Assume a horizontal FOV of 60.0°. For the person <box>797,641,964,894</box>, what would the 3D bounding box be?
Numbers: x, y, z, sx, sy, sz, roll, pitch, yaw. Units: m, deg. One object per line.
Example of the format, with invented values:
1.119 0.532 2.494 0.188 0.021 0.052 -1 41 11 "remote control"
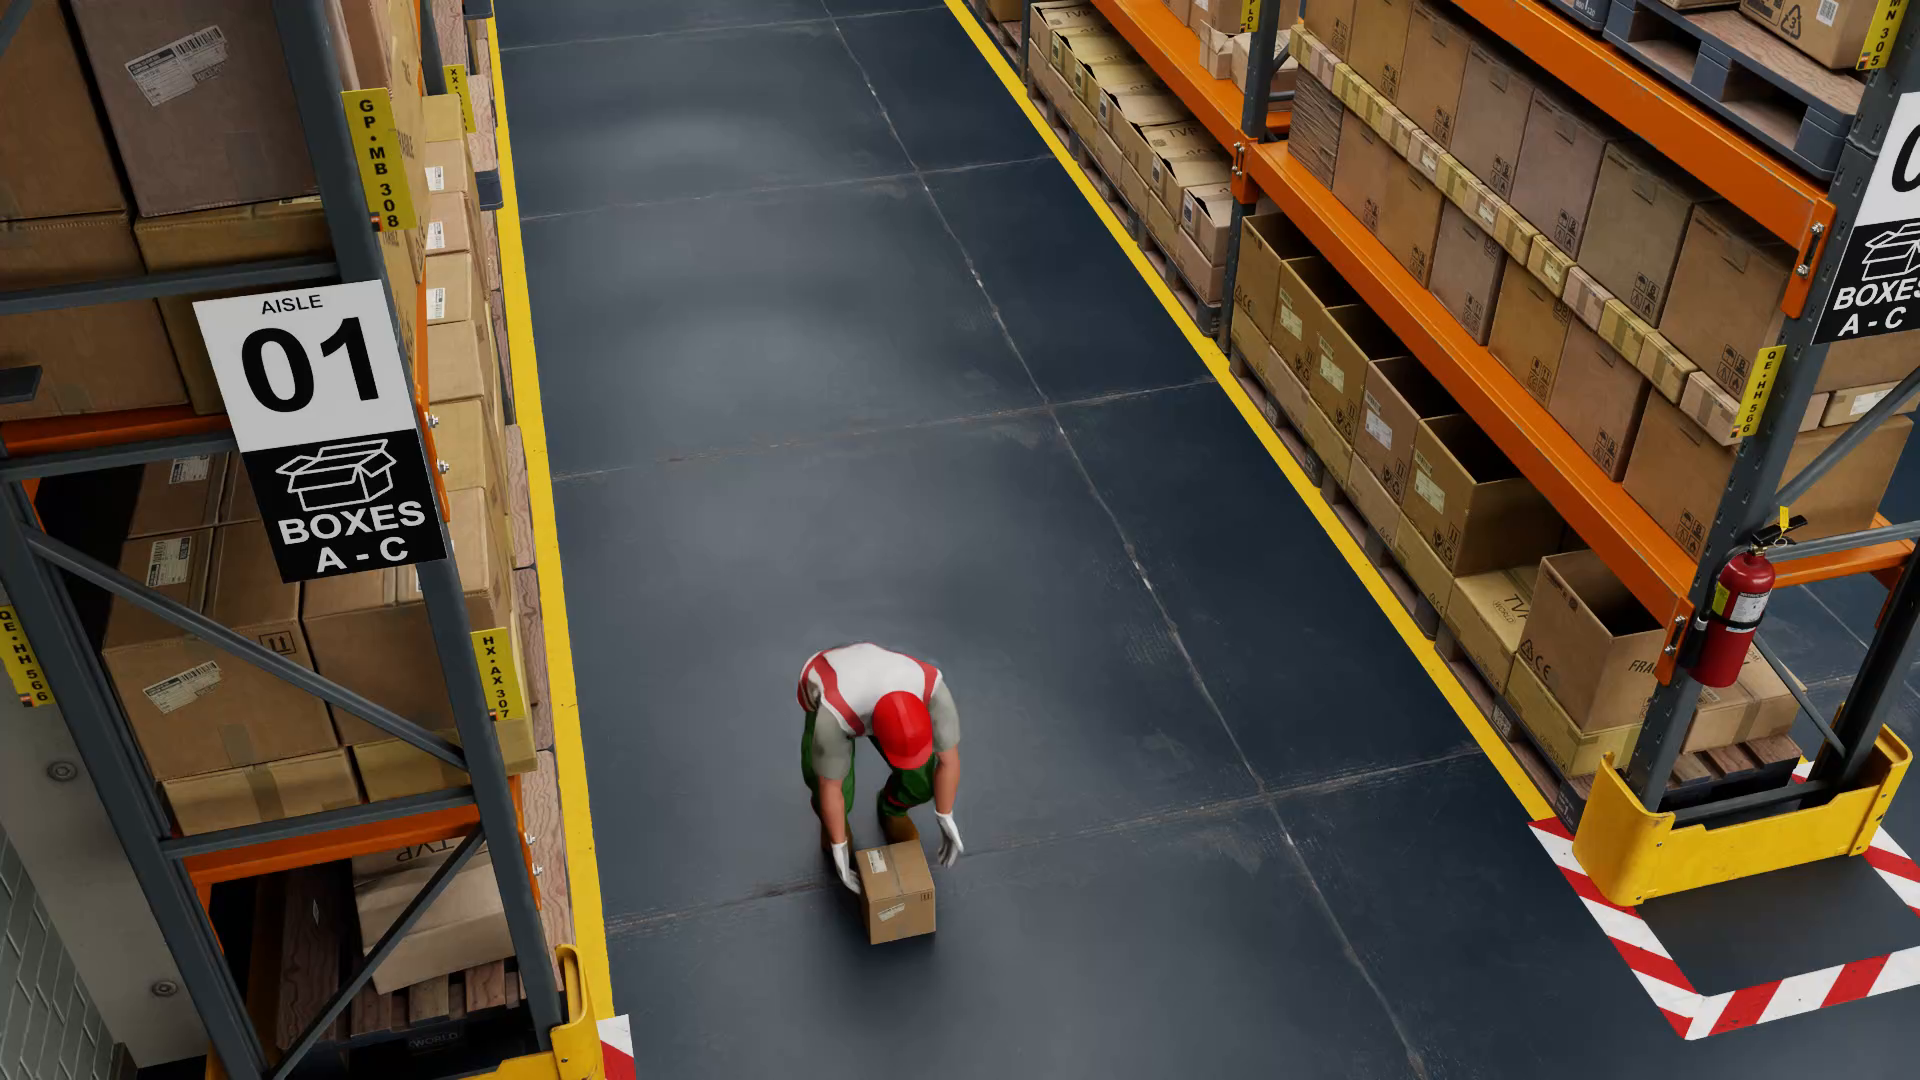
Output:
-0.312 0.781 6.283 0.579 1.065 0.870 -9 39 -12 "person"
